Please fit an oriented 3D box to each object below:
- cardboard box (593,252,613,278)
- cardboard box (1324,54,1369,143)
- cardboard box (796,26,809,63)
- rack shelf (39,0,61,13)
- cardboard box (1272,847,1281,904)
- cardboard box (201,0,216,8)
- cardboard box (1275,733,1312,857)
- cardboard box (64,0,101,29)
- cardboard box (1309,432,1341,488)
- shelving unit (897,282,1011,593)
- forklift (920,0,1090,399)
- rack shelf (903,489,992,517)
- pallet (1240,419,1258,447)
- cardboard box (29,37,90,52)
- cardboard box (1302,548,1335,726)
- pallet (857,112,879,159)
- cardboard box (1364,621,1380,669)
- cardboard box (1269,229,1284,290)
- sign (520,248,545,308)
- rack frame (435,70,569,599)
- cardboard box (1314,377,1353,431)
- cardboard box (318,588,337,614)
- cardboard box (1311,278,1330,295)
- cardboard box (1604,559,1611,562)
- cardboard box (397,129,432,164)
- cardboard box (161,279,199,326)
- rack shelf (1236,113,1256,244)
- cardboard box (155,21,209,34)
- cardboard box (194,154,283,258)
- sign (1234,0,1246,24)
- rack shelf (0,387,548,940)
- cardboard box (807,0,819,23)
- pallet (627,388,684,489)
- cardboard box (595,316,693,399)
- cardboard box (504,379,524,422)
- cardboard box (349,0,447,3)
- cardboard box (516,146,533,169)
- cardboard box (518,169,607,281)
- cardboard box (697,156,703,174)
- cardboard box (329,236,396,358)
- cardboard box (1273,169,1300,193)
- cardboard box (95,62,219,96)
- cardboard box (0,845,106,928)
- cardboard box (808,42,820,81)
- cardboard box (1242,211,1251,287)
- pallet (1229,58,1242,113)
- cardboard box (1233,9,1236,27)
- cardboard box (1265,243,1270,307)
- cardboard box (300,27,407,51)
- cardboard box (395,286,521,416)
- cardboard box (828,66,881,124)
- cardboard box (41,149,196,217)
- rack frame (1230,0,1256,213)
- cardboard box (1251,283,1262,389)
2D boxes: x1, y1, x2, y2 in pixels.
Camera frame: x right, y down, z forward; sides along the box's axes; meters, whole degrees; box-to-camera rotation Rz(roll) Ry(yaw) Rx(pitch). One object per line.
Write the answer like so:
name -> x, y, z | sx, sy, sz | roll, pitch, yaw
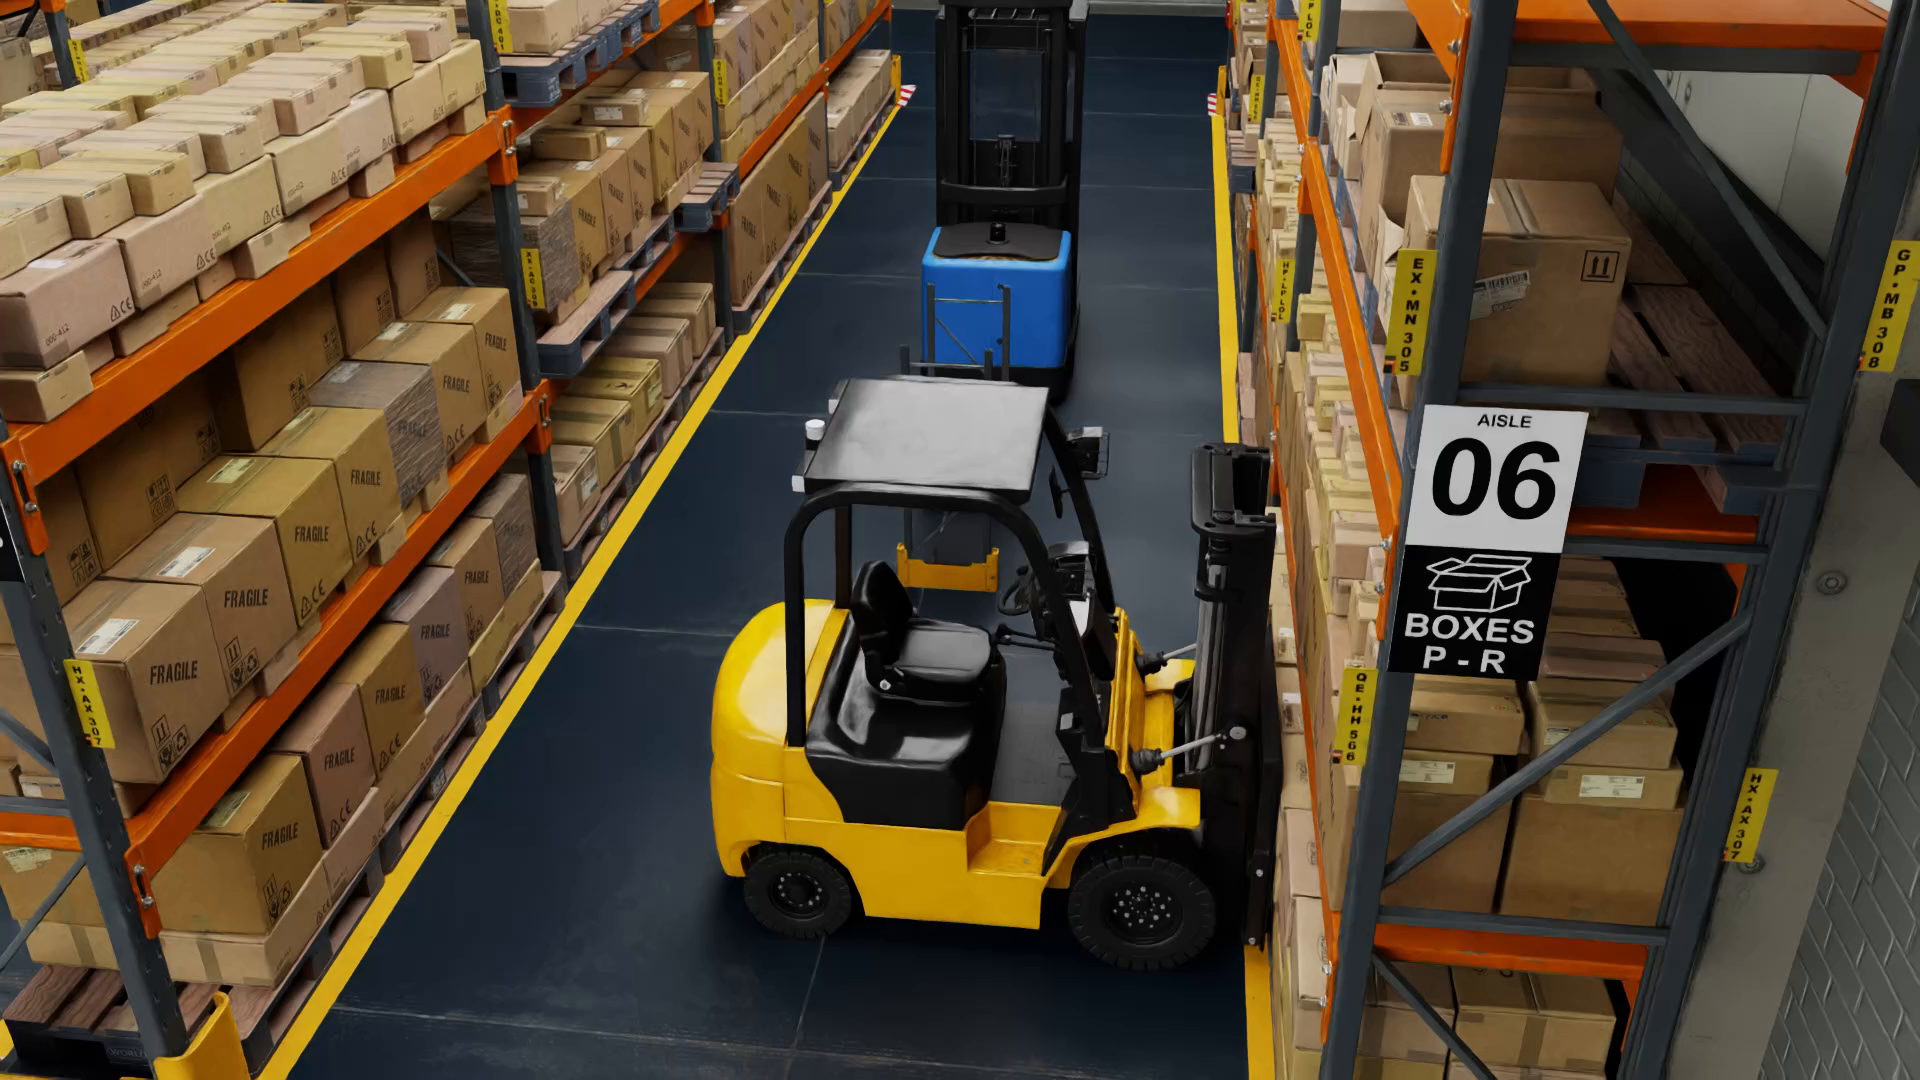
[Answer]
cardboard box -> -2.330, -1.707, 10.078 | 0.380, 0.149, 0.250 | 4, 29, 7
cardboard box -> 1.800, -1.864, 6.930 | 0.500, 0.311, 0.500 | 4, 29, 7
cardboard box -> -1.669, -4.480, 15.034 | 0.500, 0.250, 0.500 | 4, 29, 7
rack shelf -> -7.463, -3.203, 10.628 | 1.077, 0.370, 4.000 | 3, 28, 6
cardboard box -> 1.518, 1.231, 6.732 | 0.500, 0.250, 0.500 | 3, 28, 5
cardboard box -> -7.261, -5.069, 15.692 | 0.380, 0.149, 0.250 | 4, 29, 8
cardboard box -> 1.509, 1.024, 6.589 | 0.500, 0.250, 0.500 | 4, 29, 7
cardboard box -> -11.147, -6.186, 20.366 | 0.875, 0.875, 0.875 | 3, 28, 6
cardboard box -> 1.658, -0.325, 6.901 | 0.380, 0.149, 0.250 | 2, 28, 5
shelving unit -> -0.009, -0.624, 9.828 | 0.587, 1.500, 1.083 | 3, 28, 6
forklift -> 0.391, -2.979, 12.689 | 1.130, 2.935, 3.031 | 3, 28, 6
rack shelf -> -0.010, -0.462, 9.905 | 0.538, 0.185, 1.000 | 3, 28, 6
pallet -> 2.342, -0.428, 10.822 | 1.003, 0.211, 1.213 | 3, 28, 6
cardboard box -> -7.519, -4.101, 13.895 | 0.380, 0.149, 0.250 | 4, 29, 8
cardboard box -> 1.589, 0.376, 6.284 | 0.500, 0.500, 0.500 | 3, 28, 5
pallet -> -1.485, -4.485, 18.352 | 1.003, 0.211, 1.213 | 3, 28, 6
cardboard box -> 1.488, 0.393, 5.255 | 0.380, 0.149, 0.250 | 3, 28, 6
cardboard box -> 2.075, -1.614, 9.714 | 0.500, 0.250, 0.500 | 4, 29, 7
sign -> -2.243, -1.371, 8.719 | 0.100, 0.325, 0.005 | 3, 28, 6
rack frame -> -2.783, -1.018, 8.976 | 1.000, 3.000, 0.127 | 3, 28, 6
cardboard box -> 1.707, -0.571, 7.044 | 0.380, 0.149, 0.250 | 3, 28, 5
cardboard box -> -2.848, 0.220, 6.944 | 0.380, 0.149, 0.250 | 4, 29, 8
cardboard box -> 1.965, -1.234, 8.589 | 0.380, 0.149, 0.250 | 4, 29, 8
cardboard box -> 2.181, 0.077, 6.156 | 0.380, 0.149, 0.250 | 4, 29, 8
cardboard box -> -2.645, -1.826, 7.578 | 0.380, 0.149, 0.250 | 4, 29, 7
cardboard box -> -2.894, -0.851, 5.770 | 0.380, 0.149, 0.250 | 3, 28, 6
rack shelf -> 2.879, -3.238, 13.857 | 1.077, 0.370, 4.000 | 3, 28, 6
cardboard box -> -6.775, -4.419, 14.485 | 0.380, 0.149, 0.250 | 3, 28, 5
cardboard box -> -2.837, -1.223, 6.039 | 0.500, 0.250, 0.500 | 4, 29, 8
sign -> 2.585, -4.906, 15.280 | 0.100, 0.325, 0.005 | 3, 28, 6
rack shelf -> -3.028, 0.241, 7.399 | 1.077, 0.370, 4.000 | 3, 28, 6
cardboard box -> -1.608, -5.043, 15.288 | 0.500, 0.500, 0.500 | 4, 29, 8
pallet -> -2.542, -0.732, 11.387 | 1.003, 0.211, 1.213 | 3, 28, 6
cardboard box -> -2.454, -1.315, 11.857 | 0.950, 0.372, 0.625 | 3, 28, 5
cardboard box -> -2.520, -0.738, 8.722 | 0.380, 0.149, 0.250 | 3, 28, 6
cardboard box -> -2.838, -2.957, 8.602 | 0.500, 0.250, 0.500 | 4, 29, 7
cardboard box -> -2.825, -2.084, 10.094 | 0.500, 0.500, 0.500 | 4, 29, 8
cardboard box -> -2.380, -1.817, 9.599 | 0.500, 0.500, 0.500 | 3, 29, 6
cardboard box -> -2.061, -2.676, 11.877 | 0.380, 0.149, 0.250 | 4, 29, 7
cardboard box -> -3.136, -1.199, 7.840 | 0.700, 0.500, 0.500 | 4, 29, 6
cardboard box -> 2.155, -2.202, 10.386 | 0.380, 0.149, 0.250 | 4, 29, 7
cardboard box -> -3.251, -1.833, 6.751 | 0.380, 0.149, 0.250 | 3, 28, 5
cardboard box -> -3.434, 1.169, 6.584 | 0.500, 0.500, 0.500 | 4, 29, 7
cardboard box -> -1.607, -4.491, 15.582 | 0.500, 0.250, 0.500 | 3, 28, 5
cardboard box -> 2.606, -2.391, 13.718 | 0.500, 0.500, 0.500 | 5, 29, 8
pallet -> 2.918, -4.042, 14.793 | 1.003, 0.211, 1.213 | 3, 28, 6
cardboard box -> 3.094, -5.527, 17.610 | 0.380, 0.149, 0.250 | 3, 28, 5
cardboard box -> 2.149, -1.630, 10.270 | 0.500, 0.250, 0.500 | 4, 29, 8
cardboard box -> -2.682, -2.173, 7.381 | 0.380, 0.149, 0.250 | 4, 29, 7
cardboard box -> -2.591, -0.969, 8.467 | 0.500, 0.500, 0.500 | 3, 28, 5
cardboard box -> -1.398, -4.975, 18.581 | 0.875, 0.438, 0.875 | 4, 29, 8
cardboard box -> -2.815, -1.199, 5.574 | 0.380, 0.149, 0.250 | 3, 28, 6
rack frame -> 3.124, -4.497, 15.434 | 1.000, 3.000, 0.127 | 3, 28, 6
cardboard box -> 2.544, -1.460, 11.859 | 0.875, 0.625, 0.625 | 4, 29, 8
